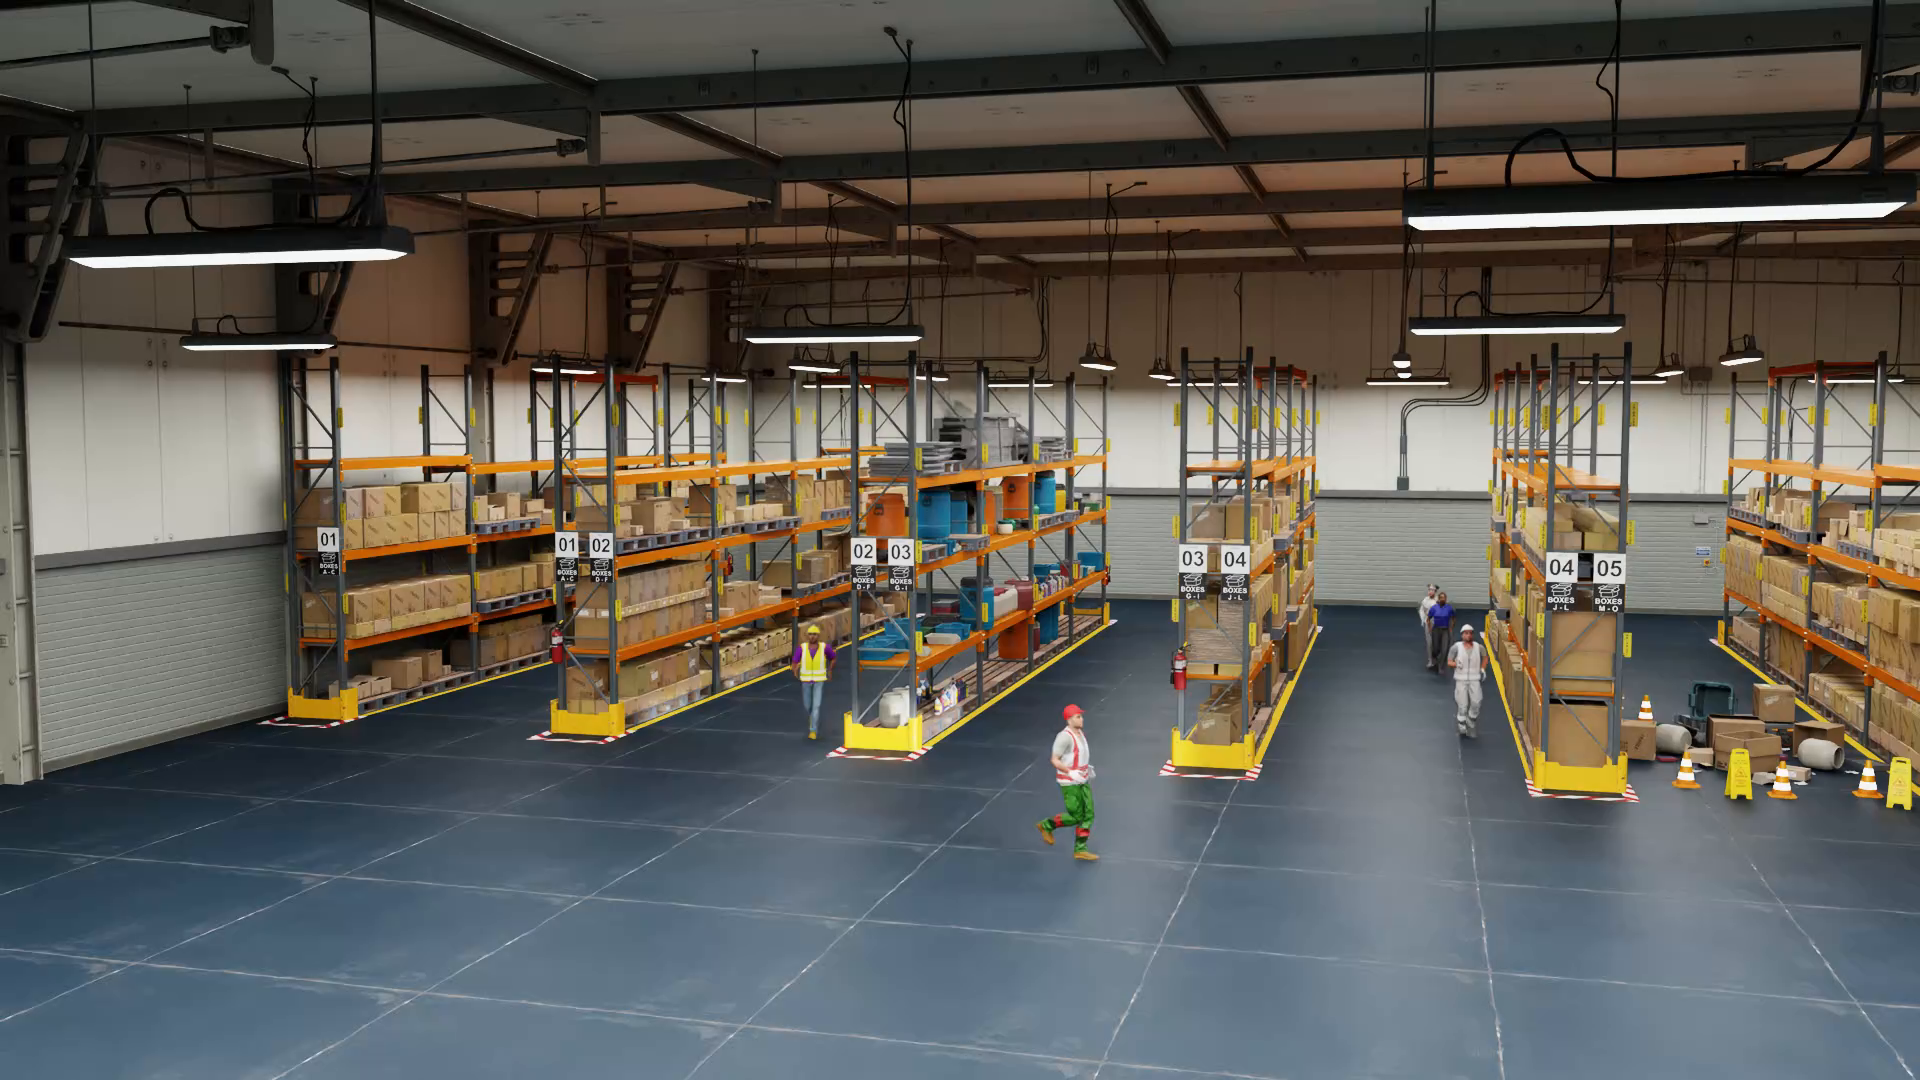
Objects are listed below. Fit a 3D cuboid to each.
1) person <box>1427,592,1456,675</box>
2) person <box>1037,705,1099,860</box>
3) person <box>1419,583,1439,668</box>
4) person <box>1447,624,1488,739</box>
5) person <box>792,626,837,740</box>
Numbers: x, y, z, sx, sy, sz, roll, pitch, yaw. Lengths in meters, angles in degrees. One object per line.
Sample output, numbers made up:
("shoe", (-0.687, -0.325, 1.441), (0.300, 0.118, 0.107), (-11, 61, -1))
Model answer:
("person", (9.445, 1.814, 32.643), (0.558, 1.608, 0.592), (1, 4, 10))
("person", (1.257, 2.740, 18.897), (0.754, 1.755, 0.649), (3, 5, 32))
("person", (9.576, 1.711, 33.631), (0.613, 1.687, 0.680), (2, 5, 24))
("person", (7.921, 2.215, 25.896), (0.634, 1.786, 0.645), (1, 4, 10))
("person", (-2.299, 2.218, 26.174), (0.697, 1.751, 0.868), (0, 4, 2))
